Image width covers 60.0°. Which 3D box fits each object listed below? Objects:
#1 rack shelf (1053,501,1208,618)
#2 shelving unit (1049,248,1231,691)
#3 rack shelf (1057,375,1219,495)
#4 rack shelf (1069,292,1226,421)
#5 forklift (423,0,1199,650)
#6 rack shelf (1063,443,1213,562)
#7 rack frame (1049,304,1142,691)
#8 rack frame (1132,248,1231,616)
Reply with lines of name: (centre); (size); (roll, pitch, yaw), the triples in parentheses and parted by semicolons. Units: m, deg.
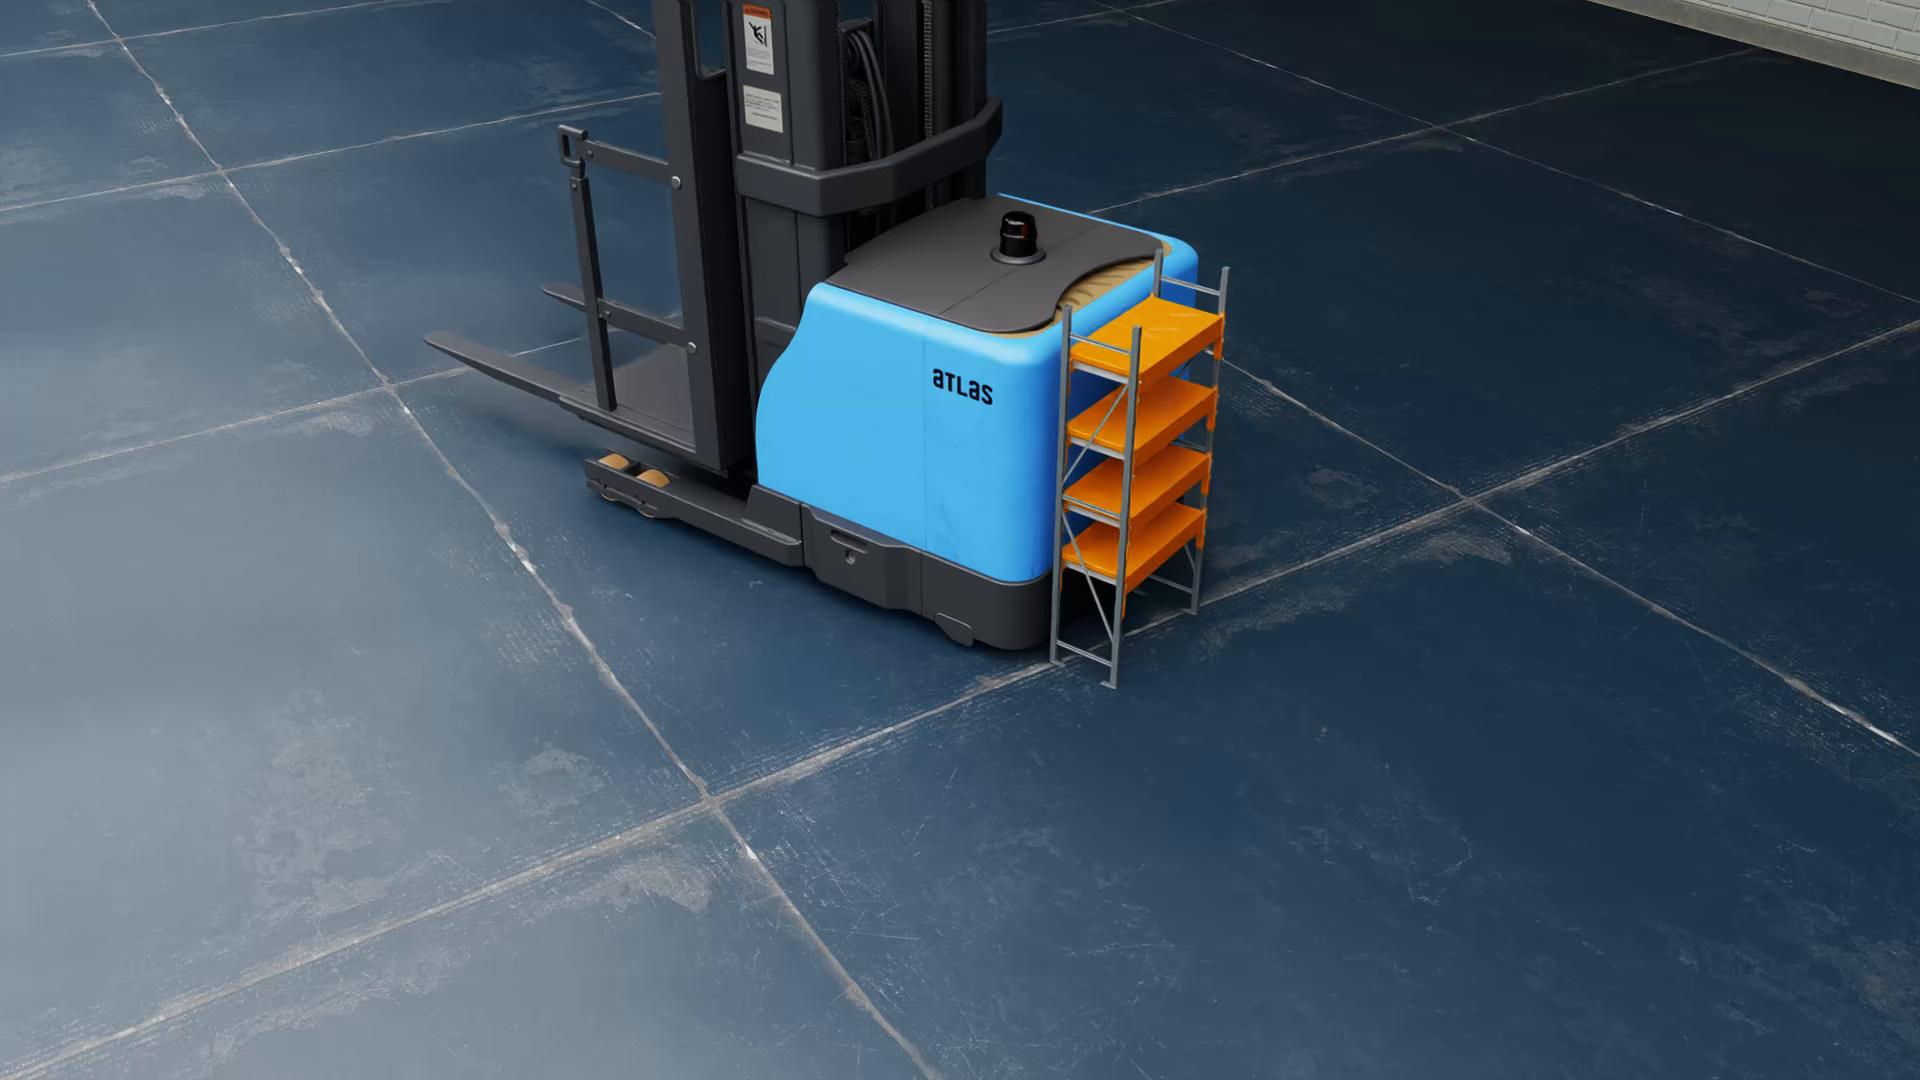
rack shelf: (0.523, 0.027, 5.080); (0.258, 0.148, 0.480); (22, 38, 30)
shelving unit: (0.524, -0.198, 4.938); (0.258, 1.200, 0.503); (22, 38, 30)
rack shelf: (0.524, -0.330, 4.854); (0.258, 0.148, 0.480); (22, 38, 30)
rack shelf: (0.524, -0.530, 4.728); (0.258, 0.148, 0.480); (22, 38, 30)
forklift: (-0.723, -1.523, 5.418); (3.031, 2.935, 1.130); (21, 38, 30)
rack shelf: (0.524, -0.141, 4.974); (0.258, 0.148, 0.480); (22, 38, 30)
rack frame: (0.379, -0.093, 4.772); (0.240, 1.200, 0.015); (22, 38, 30)
rack frame: (0.668, -0.302, 5.104); (0.240, 1.200, 0.015); (22, 38, 30)
